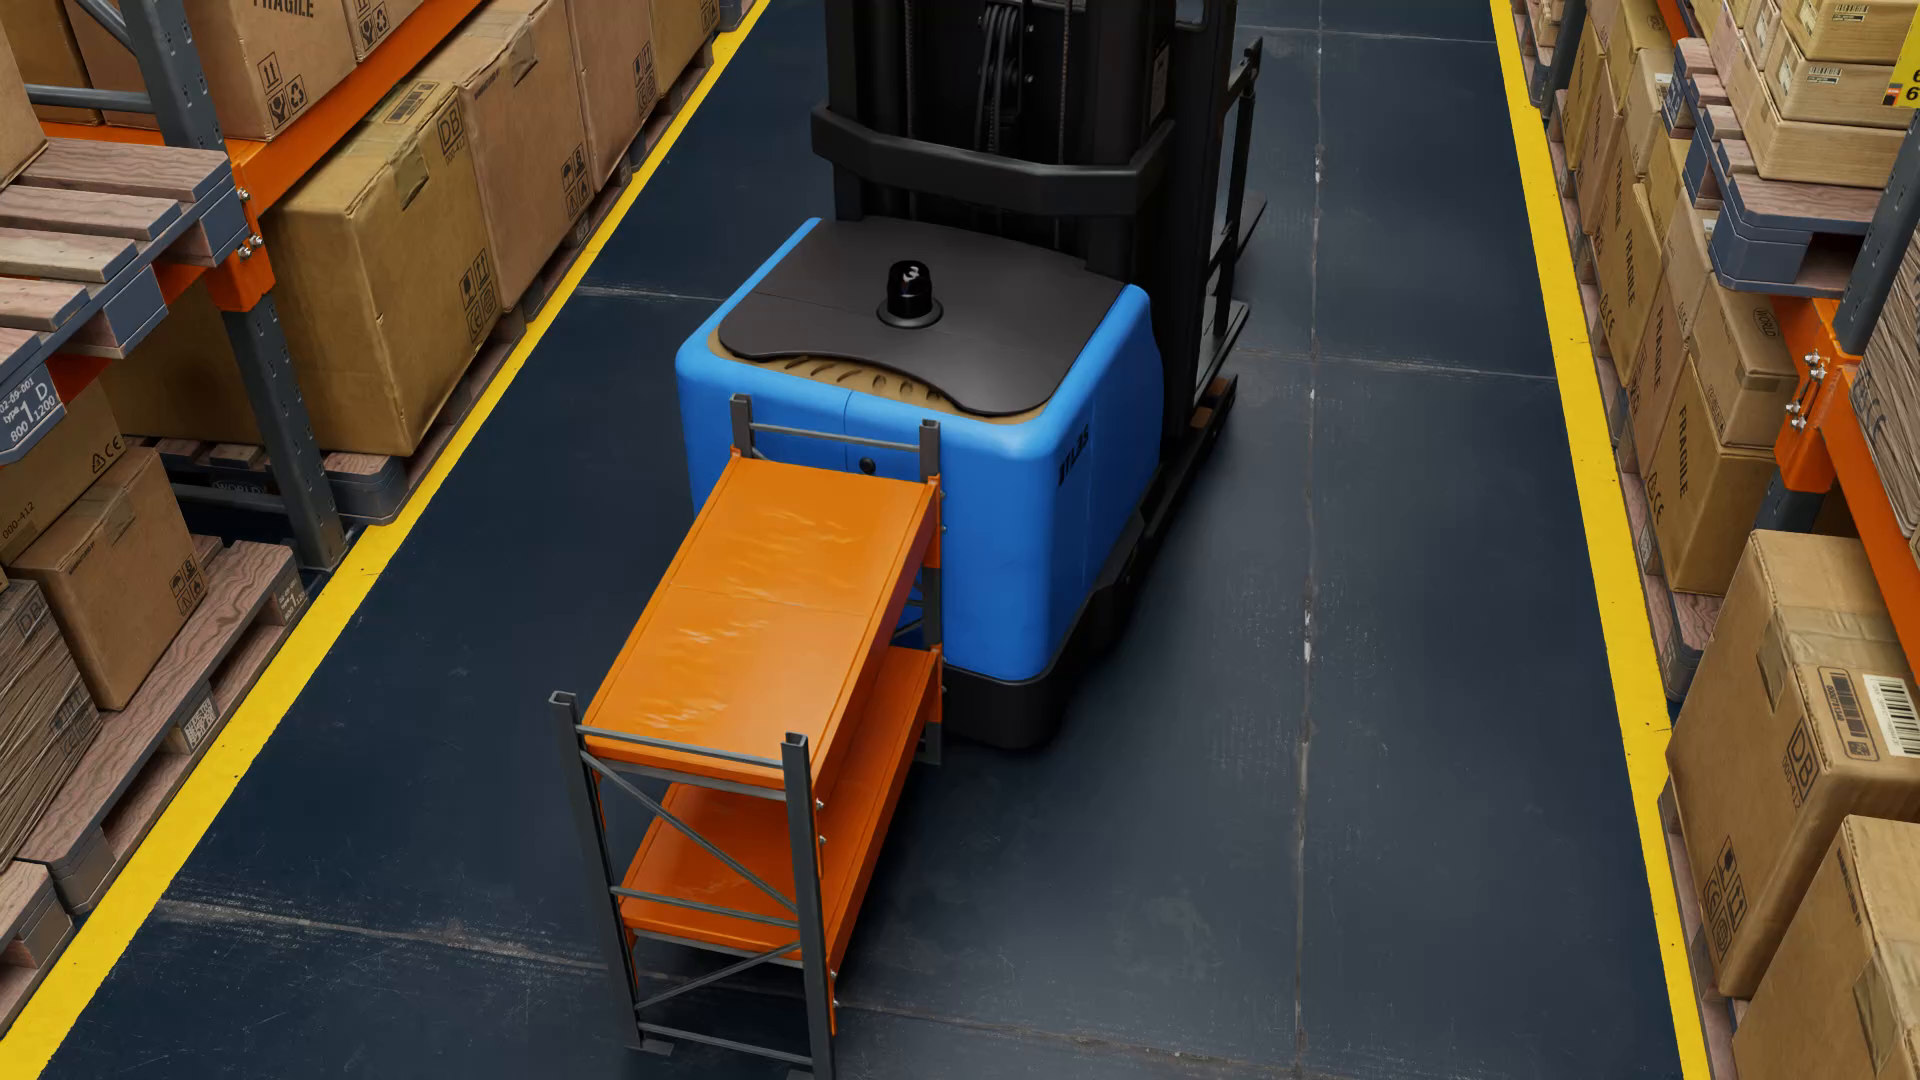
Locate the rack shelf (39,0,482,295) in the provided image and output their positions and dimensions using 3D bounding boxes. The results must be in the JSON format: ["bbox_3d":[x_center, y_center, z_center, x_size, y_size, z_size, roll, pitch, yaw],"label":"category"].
[{"bbox_3d":[-2.068,-2.120,6.025,1.077,0.370,4.000,6,40,8],"label":"rack shelf"}]

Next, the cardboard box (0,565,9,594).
[{"bbox_3d":[-2.583,0.120,3.778,0.500,0.250,0.500,11,41,13],"label":"cardboard box"}]

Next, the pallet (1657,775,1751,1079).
[{"bbox_3d":[2.242,1.029,3.839,1.003,0.211,1.213,6,40,8],"label":"pallet"}]

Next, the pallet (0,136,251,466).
[{"bbox_3d":[-2.433,-0.609,3.783,1.213,0.211,1.003,6,40,8],"label":"pallet"}]

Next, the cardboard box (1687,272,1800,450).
[{"bbox_3d":[2.313,-0.478,4.517,0.500,0.250,0.500,6,40,7],"label":"cardboard box"}]

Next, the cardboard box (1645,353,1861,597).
[{"bbox_3d":[2.309,-0.172,4.736,0.500,0.500,0.500,6,40,7],"label":"cardboard box"}]

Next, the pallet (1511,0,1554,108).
[{"bbox_3d":[3.227,-2.393,7.979,1.003,0.211,1.213,6,40,8],"label":"pallet"}]

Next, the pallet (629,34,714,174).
[{"bbox_3d":[-1.782,-2.085,7.607,1.003,0.211,1.213,6,40,8],"label":"pallet"}]

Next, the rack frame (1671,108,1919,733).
[{"bbox_3d":[2.453,-0.532,3.539,1.000,3.000,0.127,6,40,8],"label":"rack frame"}]

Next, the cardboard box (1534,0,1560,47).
[{"bbox_3d":[2.878,-2.389,7.693,0.380,0.149,0.250,7,40,8],"label":"cardboard box"}]

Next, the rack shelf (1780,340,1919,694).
[{"bbox_3d":[2.107,1.001,2.250,1.077,0.370,4.000,6,40,8],"label":"rack shelf"}]

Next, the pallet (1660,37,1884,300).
[{"bbox_3d":[2.471,-0.917,4.156,1.213,0.211,1.003,6,40,8],"label":"pallet"}]

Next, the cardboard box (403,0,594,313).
[{"bbox_3d":[-2.113,-1.475,6.017,1.225,0.875,0.875,7,40,8],"label":"cardboard box"}]

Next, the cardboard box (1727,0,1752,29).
[{"bbox_3d":[2.178,-1.405,4.229,0.380,0.149,0.250,7,40,9],"label":"cardboard box"}]

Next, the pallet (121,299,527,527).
[{"bbox_3d":[-2.204,-0.554,5.754,1.003,0.211,1.213,6,40,8],"label":"pallet"}]

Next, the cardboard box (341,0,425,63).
[{"bbox_3d":[-1.976,-1.780,4.970,0.500,0.500,0.500,5,40,6],"label":"cardboard box"}]

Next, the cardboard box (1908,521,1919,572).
[{"bbox_3d":[2.024,0.001,2.816,0.500,0.500,0.500,6,40,7],"label":"cardboard box"}]

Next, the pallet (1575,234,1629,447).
[{"bbox_3d":[2.803,-0.711,5.944,1.003,0.211,1.213,6,40,8],"label":"pallet"}]

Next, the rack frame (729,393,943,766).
[{"bbox_3d":[-0.292,0.133,4.206,0.500,1.125,0.032,9,40,10],"label":"rack frame"}]

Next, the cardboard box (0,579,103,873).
[{"bbox_3d":[-2.594,0.424,4.000,0.700,0.500,0.500,3,40,4],"label":"cardboard box"}]

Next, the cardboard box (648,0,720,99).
[{"bbox_3d":[-1.813,-2.592,7.369,1.225,0.875,0.875,7,40,8],"label":"cardboard box"}]

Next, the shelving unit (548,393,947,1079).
[{"bbox_3d":[-0.409,0.449,3.825,0.538,1.125,1.048,9,40,10],"label":"shelving unit"}]

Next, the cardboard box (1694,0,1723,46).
[{"bbox_3d":[2.221,-1.430,4.494,0.380,0.149,0.250,6,40,7],"label":"cardboard box"}]

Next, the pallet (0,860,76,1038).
[{"bbox_3d":[-2.765,1.186,3.650,1.003,0.211,1.213,6,40,8],"label":"pallet"}]

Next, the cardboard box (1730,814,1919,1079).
[{"bbox_3d":[2.111,1.095,3.008,1.050,0.750,0.750,7,40,8],"label":"cardboard box"}]

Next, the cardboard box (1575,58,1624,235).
[{"bbox_3d":[2.666,-1.474,6.311,0.500,0.500,0.500,8,40,10],"label":"cardboard box"}]

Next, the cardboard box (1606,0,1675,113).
[{"bbox_3d":[2.667,-1.761,6.069,0.500,0.250,0.500,7,40,9],"label":"cardboard box"}]

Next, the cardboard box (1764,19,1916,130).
[{"bbox_3d":[2.090,-1.072,3.826,0.380,0.149,0.250,7,40,9],"label":"cardboard box"}]

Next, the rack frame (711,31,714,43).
[{"bbox_3d":[-1.722,-3.653,7.314,1.000,3.000,0.127,6,40,8],"label":"rack frame"}]

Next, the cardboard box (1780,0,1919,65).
[{"bbox_3d":[2.086,-1.184,3.729,0.380,0.149,0.250,5,40,6],"label":"cardboard box"}]

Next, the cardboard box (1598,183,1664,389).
[{"bbox_3d":[2.478,-0.831,5.534,0.500,0.500,0.500,5,40,6],"label":"cardboard box"}]

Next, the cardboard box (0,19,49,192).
[{"bbox_3d":[-2.469,-0.999,3.697,0.500,0.500,0.500,2,40,2],"label":"cardboard box"}]

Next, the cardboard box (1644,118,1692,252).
[{"bbox_3d":[2.493,-1.113,5.286,0.500,0.250,0.500,7,40,9],"label":"cardboard box"}]

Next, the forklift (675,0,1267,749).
[{"bbox_3d":[0.307,-1.512,4.778,1.130,2.935,3.031,15,42,17],"label":"forklift"}]

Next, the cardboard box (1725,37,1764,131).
[{"bbox_3d":[2.130,-1.113,4.110,0.380,0.149,0.250,6,40,8],"label":"cardboard box"}]

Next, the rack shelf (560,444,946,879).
[{"bbox_3d":[-0.409,0.223,3.638,0.538,0.278,1.000,9,40,10],"label":"rack shelf"}]
